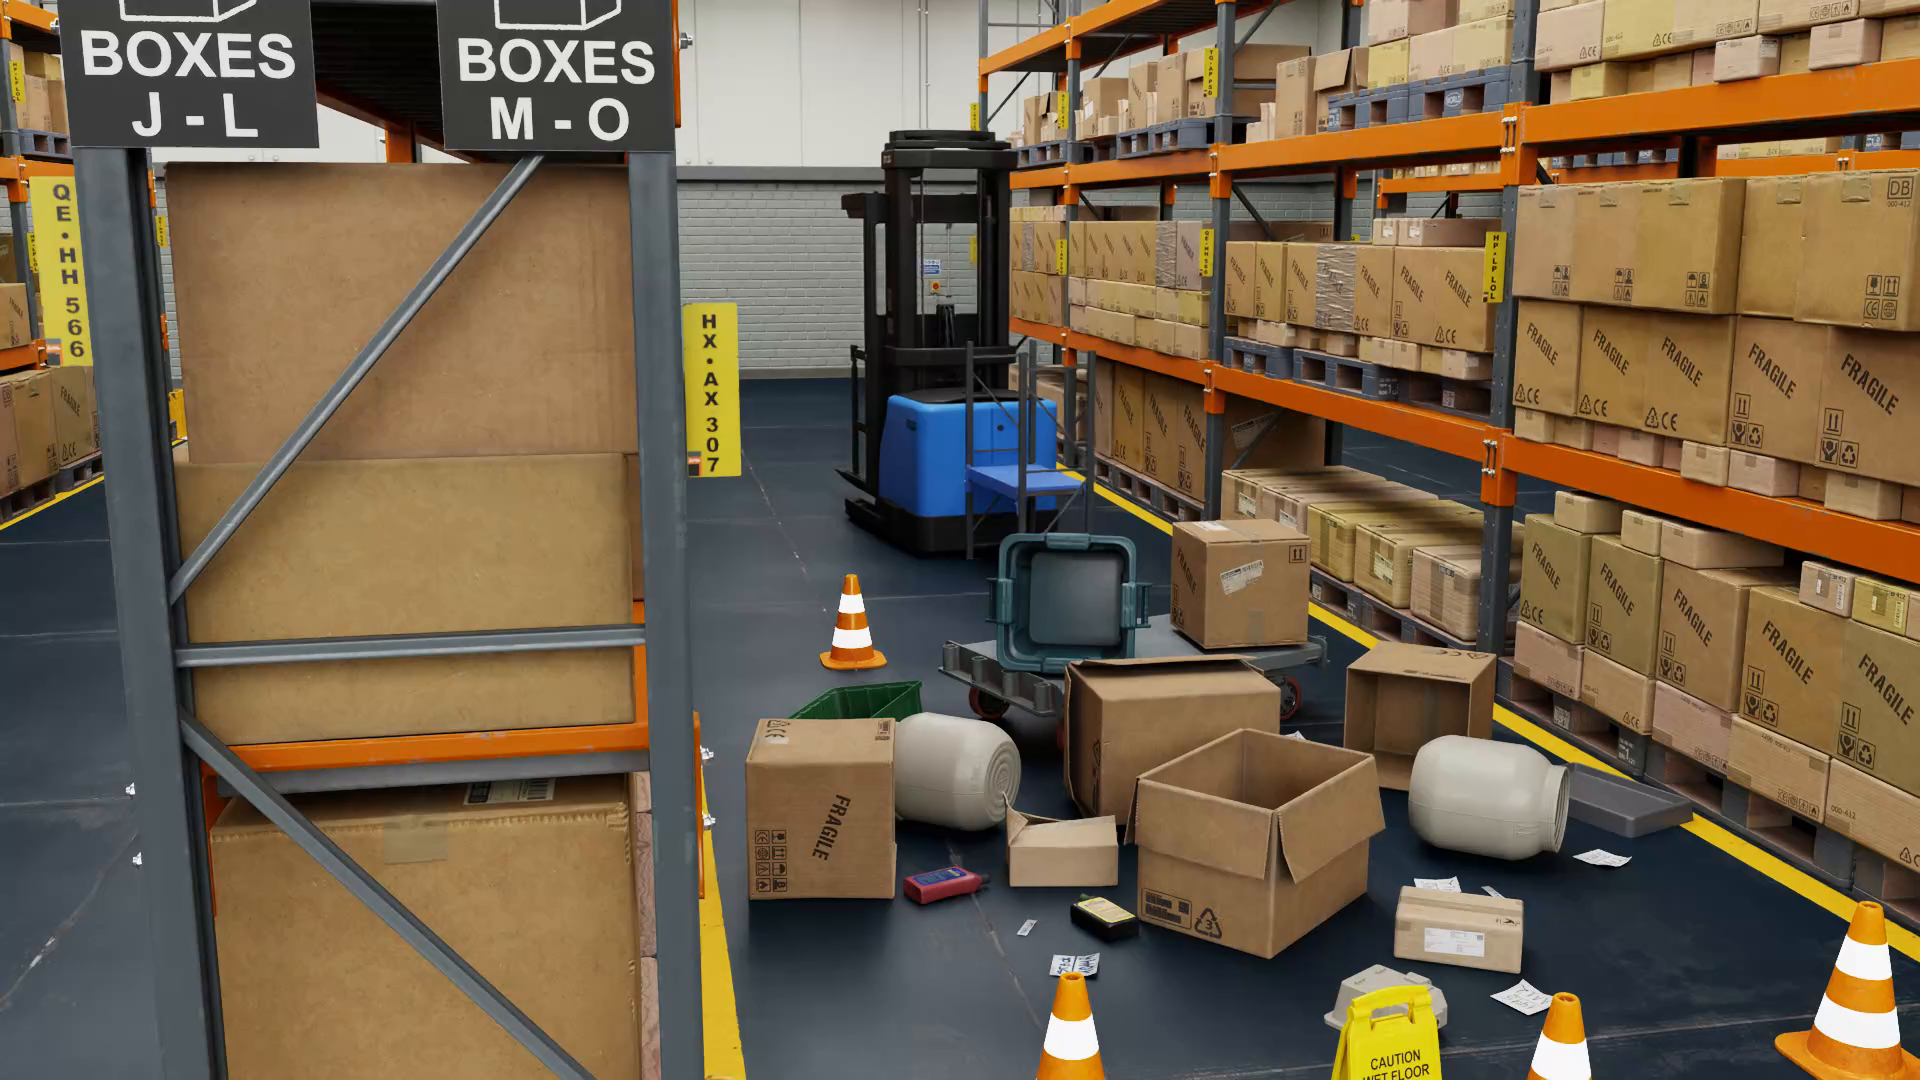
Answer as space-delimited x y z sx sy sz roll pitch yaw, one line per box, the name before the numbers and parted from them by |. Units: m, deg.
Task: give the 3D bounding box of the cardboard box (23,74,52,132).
cardboard box | -8.541 -3.854 14.745 0.700 0.500 0.500 -2 11 -8

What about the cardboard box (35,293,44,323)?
cardboard box | -8.064 -2.004 14.311 0.500 0.250 0.500 -2 11 -12

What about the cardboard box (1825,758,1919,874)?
cardboard box | 3.311 0.915 5.598 0.500 0.250 0.500 -2 11 -11

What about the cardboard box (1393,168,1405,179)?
cardboard box | 5.415 -4.395 19.913 0.380 0.149 0.250 -2 11 -10

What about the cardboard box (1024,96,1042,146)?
cardboard box | 0.958 -4.333 17.260 0.500 0.500 0.500 -2 11 -10

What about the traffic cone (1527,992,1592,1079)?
traffic cone | 1.454 1.321 4.017 0.336 0.463 0.334 -2 11 -11

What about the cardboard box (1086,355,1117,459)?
cardboard box | 1.690 -1.248 15.292 0.875 0.875 0.875 -2 11 -9

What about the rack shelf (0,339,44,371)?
rack shelf | -7.840 -1.116 11.962 1.077 0.370 4.000 -2 11 -11

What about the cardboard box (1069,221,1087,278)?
cardboard box | 1.295 -2.646 15.133 0.500 0.500 0.500 -2 11 -10

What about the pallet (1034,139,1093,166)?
pallet | 1.342 -3.777 16.233 1.003 0.211 1.213 -2 11 -11

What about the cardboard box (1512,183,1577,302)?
cardboard box | 2.920 -1.327 7.410 0.700 0.500 0.500 -2 11 -12

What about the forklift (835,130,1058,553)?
forklift | -0.259 -1.584 12.680 1.130 2.935 3.031 -4 11 -18

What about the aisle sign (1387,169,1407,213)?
aisle sign | 5.280 -4.390 20.288 0.394 0.787 0.004 -2 11 -11

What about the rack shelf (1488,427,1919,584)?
rack shelf | 3.436 -0.009 6.146 1.077 0.370 4.000 -2 11 -11

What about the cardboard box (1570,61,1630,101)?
cardboard box | 2.861 -1.963 7.138 0.380 0.149 0.250 -2 11 -11

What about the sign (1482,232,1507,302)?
sign | 2.504 -1.277 7.788 0.100 0.325 0.005 -2 11 -11

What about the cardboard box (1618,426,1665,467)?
cardboard box | 2.989 -0.398 6.936 0.380 0.149 0.250 -2 11 -9

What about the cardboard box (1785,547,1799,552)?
cardboard box | 3.526 0.239 7.145 0.500 0.500 0.500 -2 11 -10

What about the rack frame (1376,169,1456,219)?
rack frame | 5.582 -3.111 20.521 1.000 3.000 0.127 -2 11 -11

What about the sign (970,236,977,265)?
sign | 0.168 -3.375 19.381 0.100 0.325 0.005 -2 11 -11

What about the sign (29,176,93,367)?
sign | -1.546 -0.465 2.888 0.100 0.325 0.005 -2 11 -11

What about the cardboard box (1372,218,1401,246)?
cardboard box | 2.513 -1.701 9.192 0.380 0.149 0.250 -3 11 -13

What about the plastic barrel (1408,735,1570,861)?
plastic barrel | 1.938 0.946 6.094 0.512 0.421 0.421 6 12 28

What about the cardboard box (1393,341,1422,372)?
cardboard box | 2.557 -0.992 8.933 0.380 0.149 0.250 -2 11 -12

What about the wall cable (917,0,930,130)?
wall cable | -0.669 -6.910 24.436 0.463 3.000 0.029 -2 11 -11

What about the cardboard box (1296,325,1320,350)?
cardboard box | 2.337 -1.282 10.458 0.380 0.149 0.250 -1 11 -8

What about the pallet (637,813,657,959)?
pallet | -1.477 1.206 5.298 1.003 0.211 1.213 -2 11 -11

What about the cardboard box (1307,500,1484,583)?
cardboard box | 2.663 0.000 10.079 0.950 0.372 0.625 -2 11 -9

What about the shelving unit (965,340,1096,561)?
shelving unit | 0.444 -0.523 10.931 0.538 1.500 1.048 -4 11 -18

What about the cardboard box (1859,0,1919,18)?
cardboard box | 3.259 -1.813 5.283 0.500 0.250 0.500 -2 11 -9

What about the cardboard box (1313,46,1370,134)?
cardboard box | 2.594 -2.709 10.106 0.797 0.503 0.637 -2 11 -11

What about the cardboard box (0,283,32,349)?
cardboard box | -7.871 -1.810 13.414 0.500 0.500 0.500 -2 11 -11

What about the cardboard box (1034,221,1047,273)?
cardboard box | 1.038 -2.907 16.505 0.500 0.500 0.500 -2 11 -12

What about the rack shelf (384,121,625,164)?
rack shelf | -2.178 -2.018 8.677 1.077 0.370 4.000 -2 11 -11

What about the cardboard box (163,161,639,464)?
cardboard box | -1.045 -0.471 3.359 0.875 0.550 0.550 -2 11 -11

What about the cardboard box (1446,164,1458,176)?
cardboard box | 5.618 -4.110 18.417 0.380 0.149 0.250 -2 11 -11

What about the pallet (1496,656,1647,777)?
pallet | 3.213 0.762 7.627 1.003 0.211 1.213 -2 11 -11

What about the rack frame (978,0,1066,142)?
rack frame | 0.713 -5.877 19.009 1.000 3.000 0.127 -2 11 -11

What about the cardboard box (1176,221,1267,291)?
cardboard box | 1.912 -2.089 12.206 0.500 0.500 0.500 -2 11 -13

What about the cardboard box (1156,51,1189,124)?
cardboard box | 1.890 -3.367 12.449 0.700 0.500 0.500 -3 11 -14

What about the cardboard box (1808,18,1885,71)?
cardboard box | 3.139 -1.681 5.657 0.380 0.149 0.250 -2 11 -12

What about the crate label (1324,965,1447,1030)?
crate label | 1.240 1.339 4.793 0.250 0.136 0.298 -9 14 -40

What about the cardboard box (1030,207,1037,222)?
cardboard box | 0.933 -3.337 17.031 0.380 0.149 0.250 -2 11 -12

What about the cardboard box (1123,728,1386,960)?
cardboard box | 1.000 1.001 5.594 0.637 0.503 0.797 9 14 38

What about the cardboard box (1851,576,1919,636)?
cardboard box | 3.231 0.213 5.545 0.380 0.149 0.250 -2 11 -10

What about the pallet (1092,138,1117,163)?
pallet | 1.718 -3.410 14.578 0.805 0.209 1.217 -3 11 -13

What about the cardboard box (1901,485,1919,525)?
cardboard box | 3.364 -0.122 5.485 0.380 0.149 0.250 -2 11 -10

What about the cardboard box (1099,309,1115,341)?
cardboard box | 1.504 -1.843 14.259 0.500 0.250 0.500 -2 11 -11

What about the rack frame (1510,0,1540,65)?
rack frame | 3.047 -3.676 7.445 1.000 3.000 0.127 -2 11 -11

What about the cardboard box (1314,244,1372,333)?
cardboard box | 2.438 -1.489 9.812 0.500 0.500 0.500 -3 11 -13

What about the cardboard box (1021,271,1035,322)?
cardboard box | 0.933 -2.507 17.080 0.500 0.500 0.500 -2 11 -12

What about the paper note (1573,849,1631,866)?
paper note | 2.341 1.154 6.054 0.142 0.019 0.148 -6 13 -31

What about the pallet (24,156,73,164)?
pallet | -8.612 -3.640 15.513 1.003 0.211 1.213 -2 11 -11

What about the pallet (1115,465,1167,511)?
pallet | 1.956 -0.464 14.069 1.003 0.211 1.213 -2 11 -11

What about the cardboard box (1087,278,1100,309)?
cardboard box | 1.429 -2.183 14.707 0.500 0.250 0.500 -2 11 -10

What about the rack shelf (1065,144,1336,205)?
rack shelf | 1.880 -2.950 13.575 1.077 0.370 4.000 -2 11 -11

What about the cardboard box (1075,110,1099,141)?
cardboard box | 1.245 -3.706 14.859 0.396 0.266 0.258 -2 11 -12
